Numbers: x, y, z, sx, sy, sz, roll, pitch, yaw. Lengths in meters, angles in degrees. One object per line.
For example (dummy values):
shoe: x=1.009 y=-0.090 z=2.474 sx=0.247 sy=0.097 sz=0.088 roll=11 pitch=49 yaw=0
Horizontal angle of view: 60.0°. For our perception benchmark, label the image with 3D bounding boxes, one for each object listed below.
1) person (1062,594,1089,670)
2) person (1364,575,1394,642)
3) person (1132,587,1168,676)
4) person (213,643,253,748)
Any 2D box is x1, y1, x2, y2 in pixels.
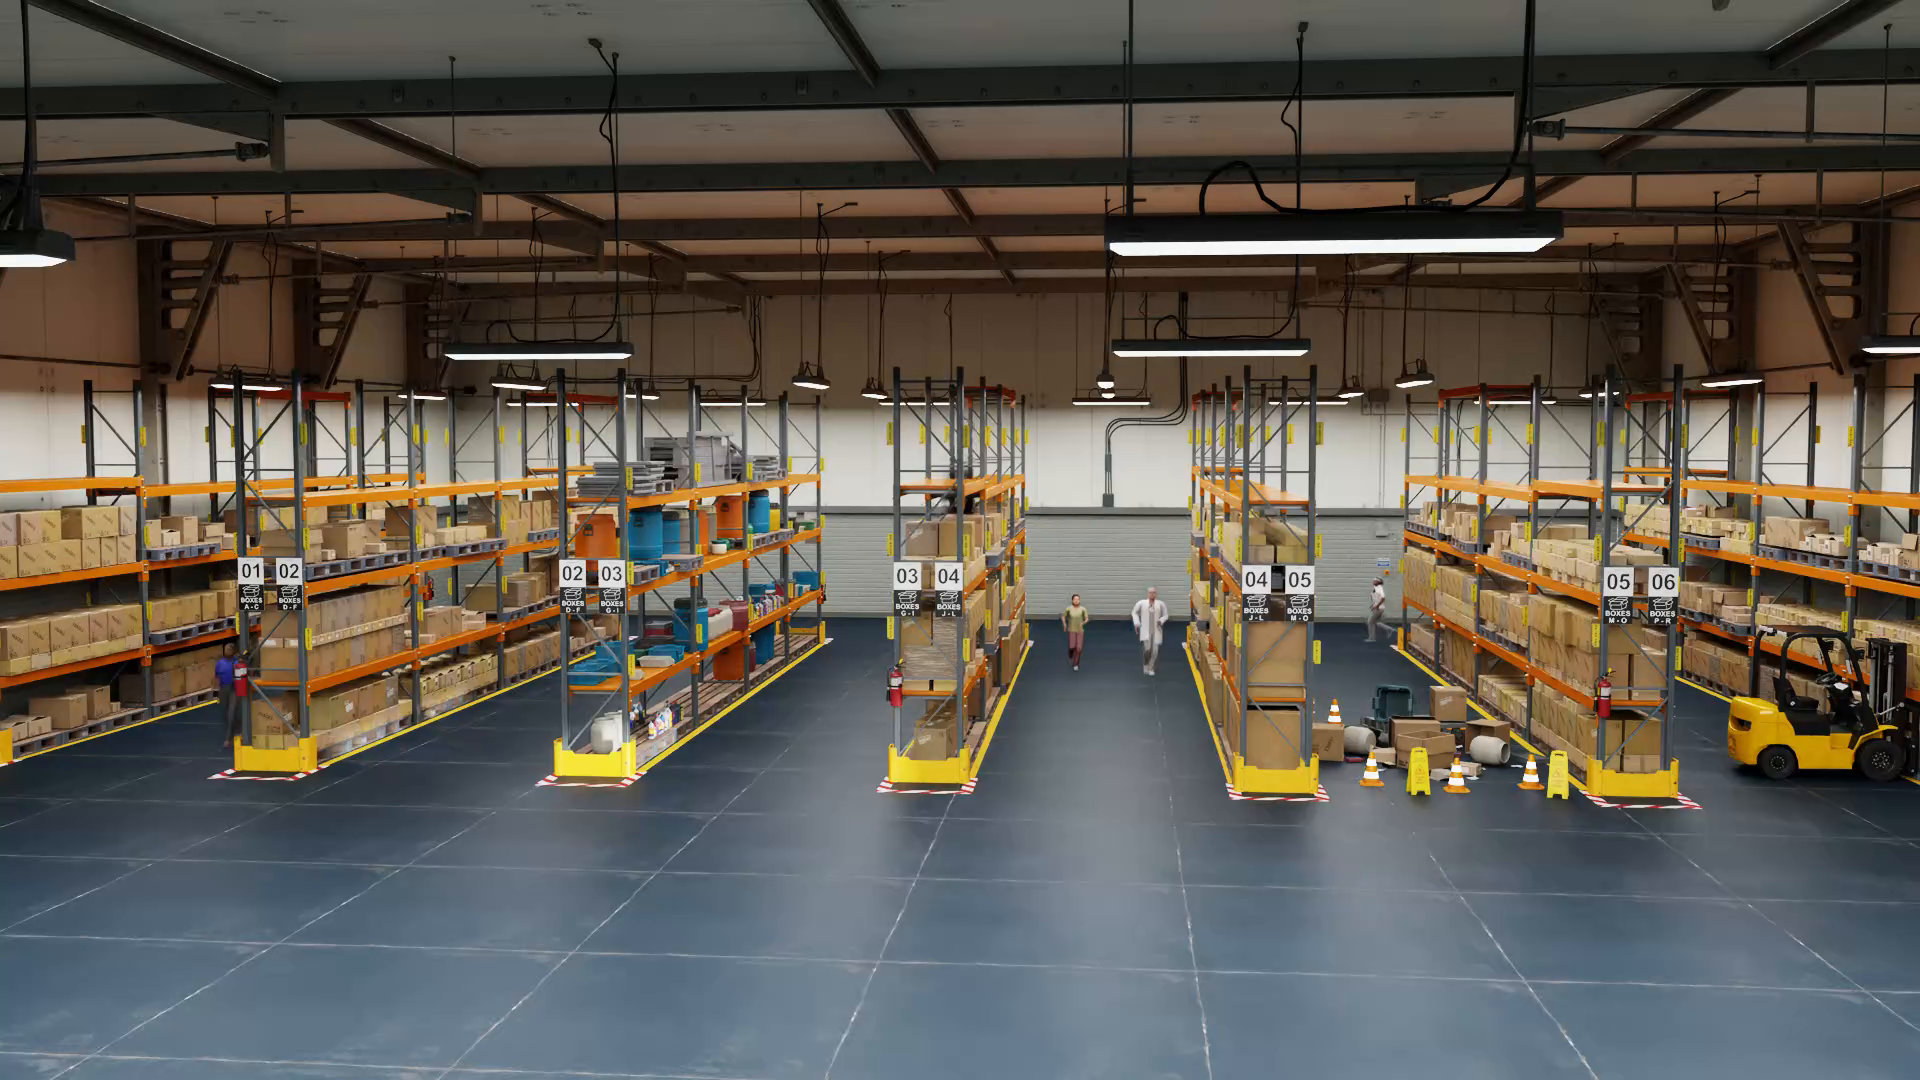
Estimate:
person: x=2.477 y=1.976 z=35.612 sx=0.573 sy=1.630 sz=0.537 roll=0 pitch=4 yaw=-1
person: x=10.203 y=1.672 z=40.400 sx=0.725 sy=1.658 sz=0.627 roll=1 pitch=4 yaw=10
person: x=3.757 y=1.809 z=32.716 sx=0.704 sy=1.743 sz=0.599 roll=0 pitch=4 yaw=0
person: x=-11.874 y=2.508 z=27.129 sx=0.579 sy=1.659 sz=0.859 roll=0 pitch=4 yaw=-1
